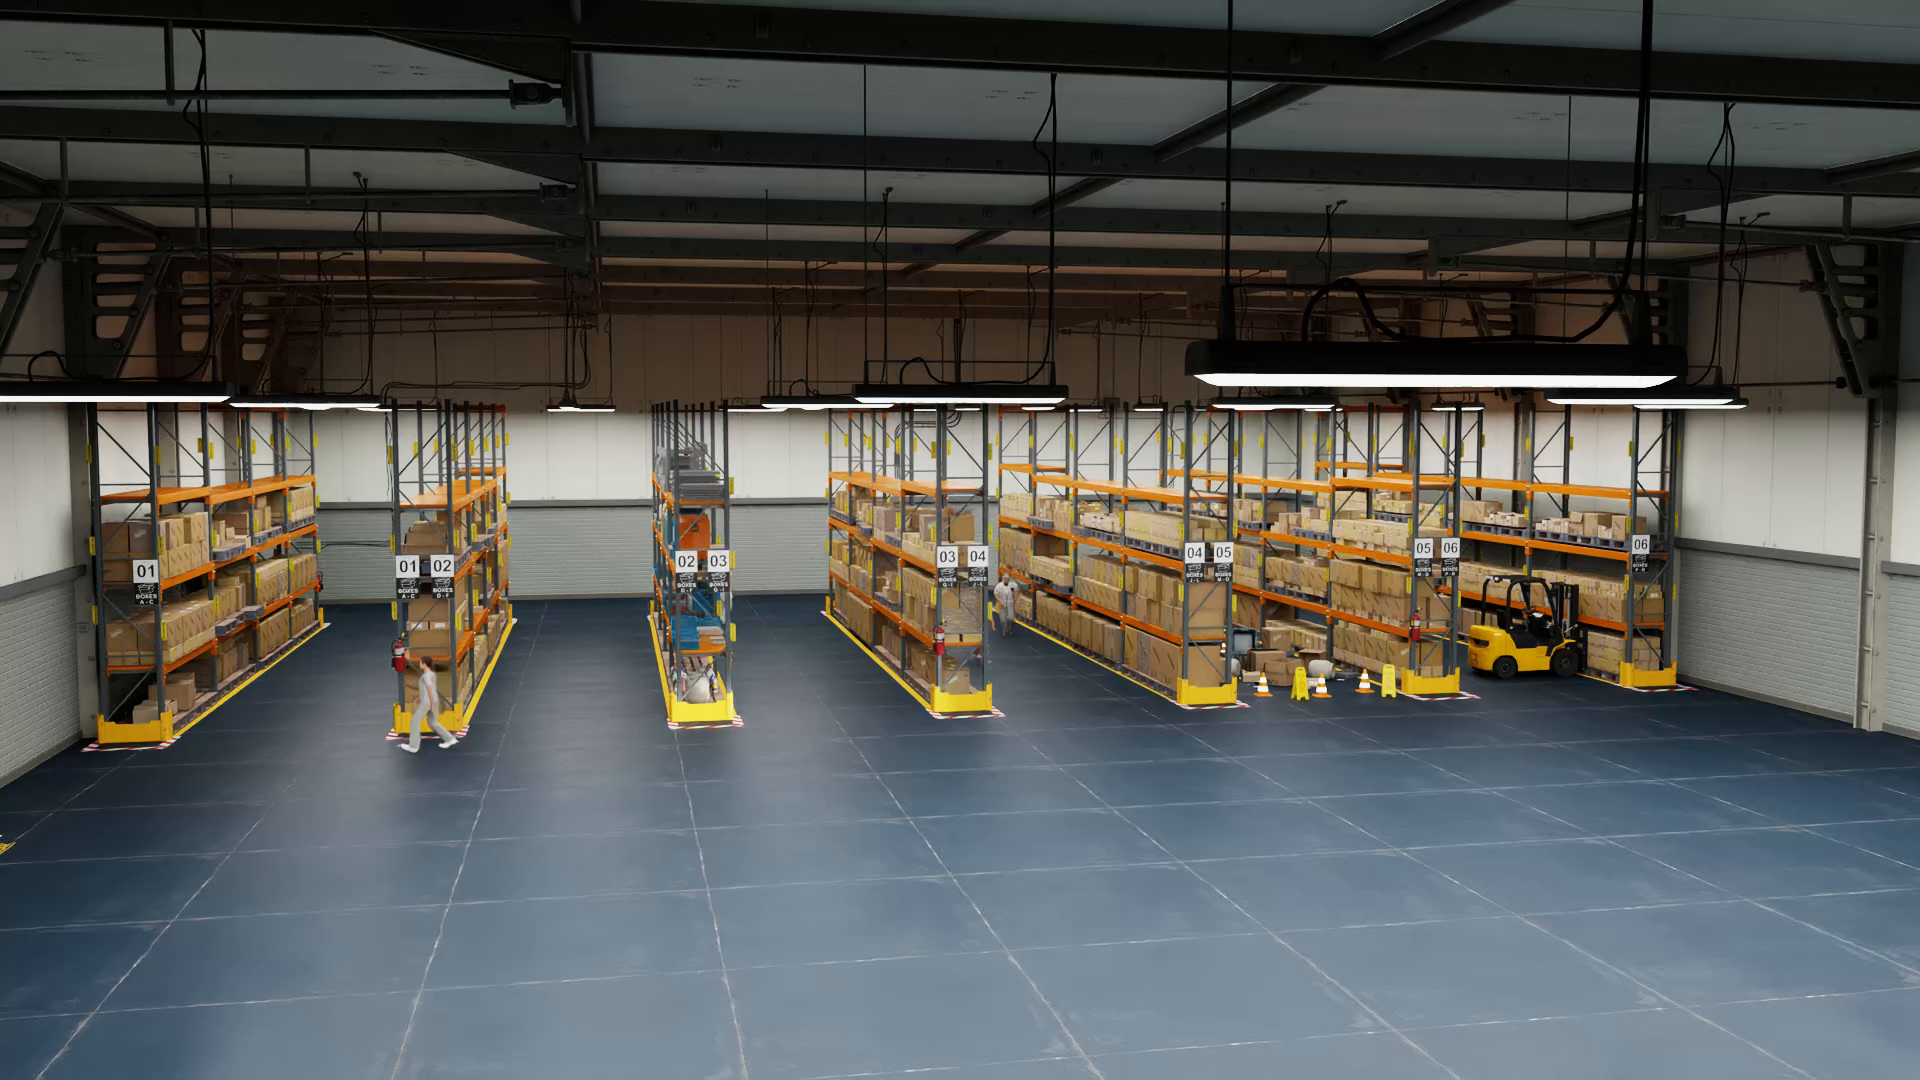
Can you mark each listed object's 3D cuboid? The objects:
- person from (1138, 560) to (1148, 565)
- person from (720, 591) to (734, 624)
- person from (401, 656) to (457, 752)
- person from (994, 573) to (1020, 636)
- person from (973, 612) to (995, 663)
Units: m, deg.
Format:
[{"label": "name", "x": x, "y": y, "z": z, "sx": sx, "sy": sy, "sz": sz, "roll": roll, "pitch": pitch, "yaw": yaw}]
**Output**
[{"label": "person", "x": 5.118, "y": 1.392, "z": 46.371, "sx": 0.429, "sy": 1.677, "sz": 0.523, "roll": 3, "pitch": 5, "yaw": 35}, {"label": "person", "x": -6.472, "y": 1.426, "z": 45.373, "sx": 0.492, "sy": 1.822, "sz": 0.654, "roll": -3, "pitch": 5, "yaw": -38}, {"label": "person", "x": -9.057, "y": 2.786, "z": 28.354, "sx": 0.823, "sy": 1.633, "sz": 0.492, "roll": 1, "pitch": 4, "yaw": 7}, {"label": "person", "x": 1.198, "y": 1.660, "z": 42.814, "sx": 0.669, "sy": 1.686, "sz": 0.728, "roll": 0, "pitch": 4, "yaw": -1}, {"label": "person", "x": 0.548, "y": 1.997, "z": 38.402, "sx": 0.459, "sy": 1.600, "sz": 1.097, "roll": -2, "pitch": 5, "yaw": -28}]
